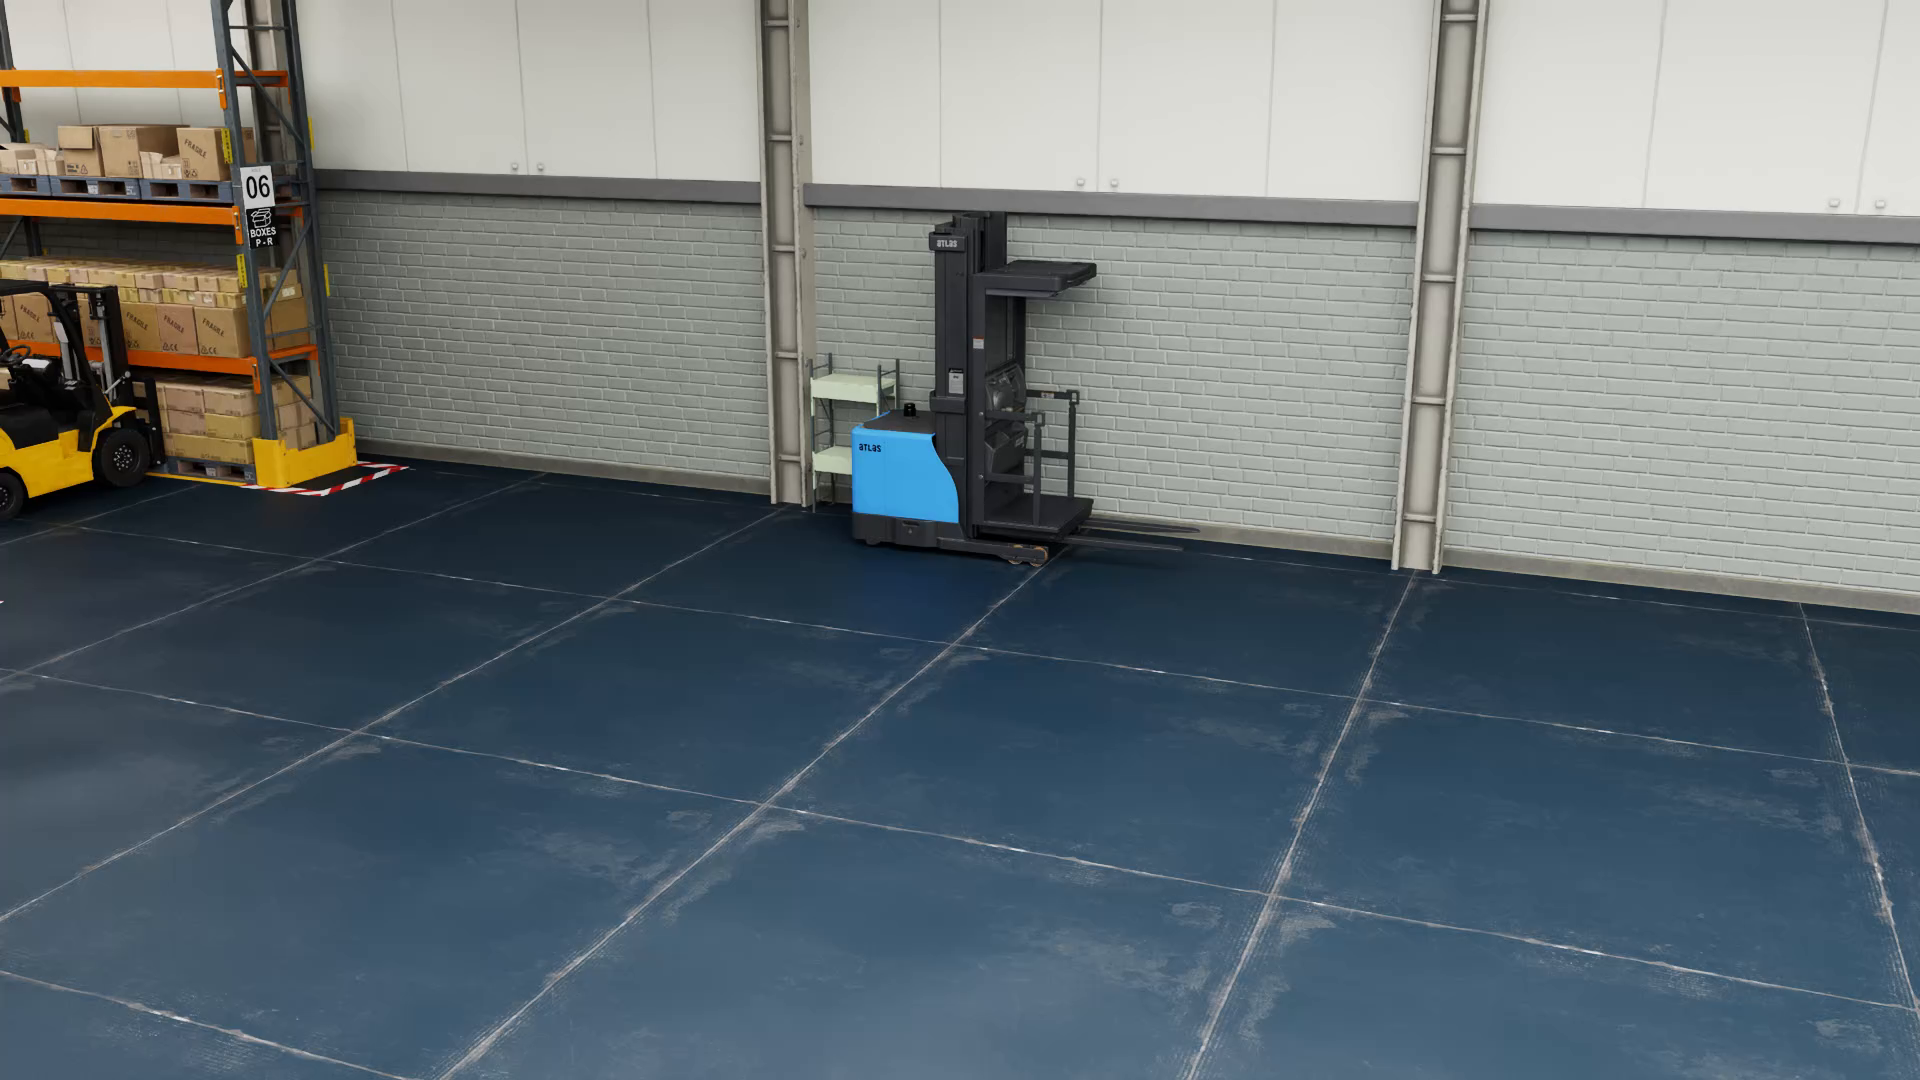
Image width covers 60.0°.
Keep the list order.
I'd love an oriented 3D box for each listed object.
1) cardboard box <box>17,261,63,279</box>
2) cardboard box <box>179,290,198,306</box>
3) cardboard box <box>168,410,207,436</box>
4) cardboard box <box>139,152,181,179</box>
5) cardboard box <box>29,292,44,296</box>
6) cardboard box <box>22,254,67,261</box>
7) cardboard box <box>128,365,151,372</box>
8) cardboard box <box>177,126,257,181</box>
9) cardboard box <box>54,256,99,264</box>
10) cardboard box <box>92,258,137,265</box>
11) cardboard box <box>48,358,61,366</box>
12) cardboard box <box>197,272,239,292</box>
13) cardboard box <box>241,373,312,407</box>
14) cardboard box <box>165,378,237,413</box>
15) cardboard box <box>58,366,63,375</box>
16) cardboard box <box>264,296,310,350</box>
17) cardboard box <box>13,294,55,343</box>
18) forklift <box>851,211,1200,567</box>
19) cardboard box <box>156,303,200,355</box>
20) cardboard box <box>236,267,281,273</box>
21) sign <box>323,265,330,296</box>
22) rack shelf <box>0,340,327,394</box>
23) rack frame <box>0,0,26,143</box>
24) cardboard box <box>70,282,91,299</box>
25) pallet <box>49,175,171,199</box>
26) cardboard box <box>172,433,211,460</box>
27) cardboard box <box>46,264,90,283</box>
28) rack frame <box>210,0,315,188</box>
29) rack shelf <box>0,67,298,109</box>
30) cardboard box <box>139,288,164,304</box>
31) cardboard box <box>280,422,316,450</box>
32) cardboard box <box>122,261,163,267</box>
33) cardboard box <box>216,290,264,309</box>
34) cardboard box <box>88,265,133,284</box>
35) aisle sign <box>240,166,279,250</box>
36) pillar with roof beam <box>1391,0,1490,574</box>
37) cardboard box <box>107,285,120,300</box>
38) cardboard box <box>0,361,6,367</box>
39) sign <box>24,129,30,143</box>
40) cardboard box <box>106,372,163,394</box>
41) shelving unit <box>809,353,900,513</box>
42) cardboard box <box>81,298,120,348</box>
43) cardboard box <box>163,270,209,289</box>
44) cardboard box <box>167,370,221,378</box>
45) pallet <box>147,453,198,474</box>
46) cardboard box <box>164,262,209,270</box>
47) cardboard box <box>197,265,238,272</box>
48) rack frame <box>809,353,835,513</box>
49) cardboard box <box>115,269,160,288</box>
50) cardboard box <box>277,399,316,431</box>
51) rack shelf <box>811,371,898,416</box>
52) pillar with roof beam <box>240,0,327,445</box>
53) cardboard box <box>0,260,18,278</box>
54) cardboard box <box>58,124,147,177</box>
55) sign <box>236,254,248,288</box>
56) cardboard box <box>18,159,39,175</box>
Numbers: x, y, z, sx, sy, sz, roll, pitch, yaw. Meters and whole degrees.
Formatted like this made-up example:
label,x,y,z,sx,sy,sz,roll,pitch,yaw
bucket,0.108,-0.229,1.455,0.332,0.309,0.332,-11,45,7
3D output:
label,x,y,z,sx,sy,sz,roll,pitch,yaw
cardboard box,-9.912,-2.908,17.935,0.250,0.149,0.380,6,17,20
cardboard box,-7.788,-2.517,17.119,0.250,0.149,0.380,7,17,22
cardboard box,-7.925,-1.277,17.476,0.500,0.250,0.500,6,17,20
cardboard box,-8.013,-3.791,16.780,0.258,0.266,0.396,6,17,21
cardboard box,-9.720,-2.711,17.790,0.250,0.149,0.380,7,17,22
cardboard box,-10.208,-3.091,18.563,0.250,0.149,0.380,6,17,21
cardboard box,-9.145,-1.801,18.381,0.500,0.250,0.500,6,17,21
cardboard box,-7.396,-3.854,16.576,0.500,0.500,0.500,7,18,22
cardboard box,-9.739,-3.031,18.356,0.250,0.149,0.380,6,17,20
cardboard box,-9.249,-2.990,18.215,0.250,0.149,0.380,6,17,20
cardboard box,-10.088,-1.904,18.736,0.500,0.250,0.500,7,17,22
cardboard box,-7.547,-2.635,16.993,0.250,0.149,0.380,6,17,21
cardboard box,-7.273,-1.593,17.666,0.500,0.250,0.500,6,17,20
cardboard box,-7.915,-1.512,17.386,0.500,0.250,0.500,7,17,22
cardboard box,-9.809,-1.718,18.097,0.500,0.250,0.500,6,17,21
cardboard box,-7.254,-2.304,17.551,0.500,0.500,0.500,7,18,22
cardboard box,-9.809,-2.428,17.979,0.500,0.500,0.500,7,17,22
forklift,0.588,-1.345,14.549,3.031,2.935,1.130,6,17,20
cardboard box,-7.929,-2.219,17.258,0.500,0.500,0.500,7,18,22
cardboard box,-7.354,-2.769,17.455,0.250,0.149,0.380,7,18,23
sign,-6.686,-2.730,17.504,0.005,0.325,0.100,6,17,21
rack shelf,-8.756,-1.992,17.947,4.000,0.370,1.077,6,17,21
rack frame,-10.616,-5.424,17.715,0.127,3.000,1.000,6,17,21
cardboard box,-9.236,-2.663,17.623,0.250,0.149,0.380,6,17,19
pallet,-8.682,-3.735,17.437,1.213,0.211,1.003,6,17,21
cardboard box,-7.907,-1.034,17.534,0.500,0.250,0.500,6,17,21
cardboard box,-9.458,-2.836,17.685,0.250,0.149,0.380,6,17,20
rack frame,-6.895,-5.014,16.306,0.127,3.000,1.000,6,17,21
rack shelf,-8.756,-4.681,17.166,4.000,0.370,1.077,6,17,21
cardboard box,-8.280,-2.560,17.268,0.250,0.149,0.380,6,17,19
cardboard box,-7.280,-1.116,17.815,0.500,0.250,0.500,6,17,21
cardboard box,-8.805,-2.917,17.966,0.250,0.149,0.380,7,18,22
cardboard box,-7.321,-2.456,16.909,0.250,0.149,0.380,7,17,21
cardboard box,-8.963,-2.803,17.573,0.250,0.149,0.380,6,17,21
aisle sign,-6.942,-3.299,16.494,0.004,0.787,0.394,6,17,21
pillar with roof beam,2.371,-2.975,9.282,0.400,9.000,9.100,6,17,21
cardboard box,-8.722,-2.629,17.508,0.250,0.149,0.380,6,17,20
cardboard box,-11.106,-1.654,18.998,0.625,0.625,0.875,7,18,23
sign,-10.414,-4.413,18.546,0.005,0.325,0.100,6,17,21
cardboard box,-8.857,-1.614,17.740,0.500,0.250,0.500,6,17,20
shelving unit,-0.998,-0.988,15.888,0.755,1.500,0.431,8,18,25
cardboard box,-8.877,-2.320,17.606,0.500,0.500,0.500,6,17,21
cardboard box,-8.004,-2.699,17.215,0.250,0.149,0.380,6,17,21
cardboard box,-8.200,-1.697,18.024,0.500,0.250,0.500,6,17,20
pallet,-8.753,-0.987,18.194,1.213,0.211,1.003,6,17,21
cardboard box,-8.298,-2.886,17.860,0.250,0.149,0.380,6,17,19
cardboard box,-7.836,-2.814,17.609,0.250,0.149,0.380,6,17,21
rack frame,-1.328,-1.033,16.040,0.023,1.500,0.400,8,18,25
cardboard box,-8.530,-2.722,17.294,0.250,0.149,0.380,7,17,22
cardboard box,-7.256,-1.357,17.748,0.500,0.250,0.500,7,17,22
rack shelf,-0.998,-1.363,15.779,0.720,0.370,0.431,8,18,25
pillar with roof beam,-8.792,-4.203,13.510,0.400,9.000,9.100,6,17,21
cardboard box,-10.429,-2.935,18.028,0.250,0.149,0.380,7,17,22
cardboard box,-8.843,-4.056,17.266,0.637,0.503,0.797,7,18,22
sign,-7.107,-2.664,16.468,0.005,0.325,0.100,6,17,21
cardboard box,-9.595,-3.909,17.396,0.250,0.149,0.380,7,18,22
